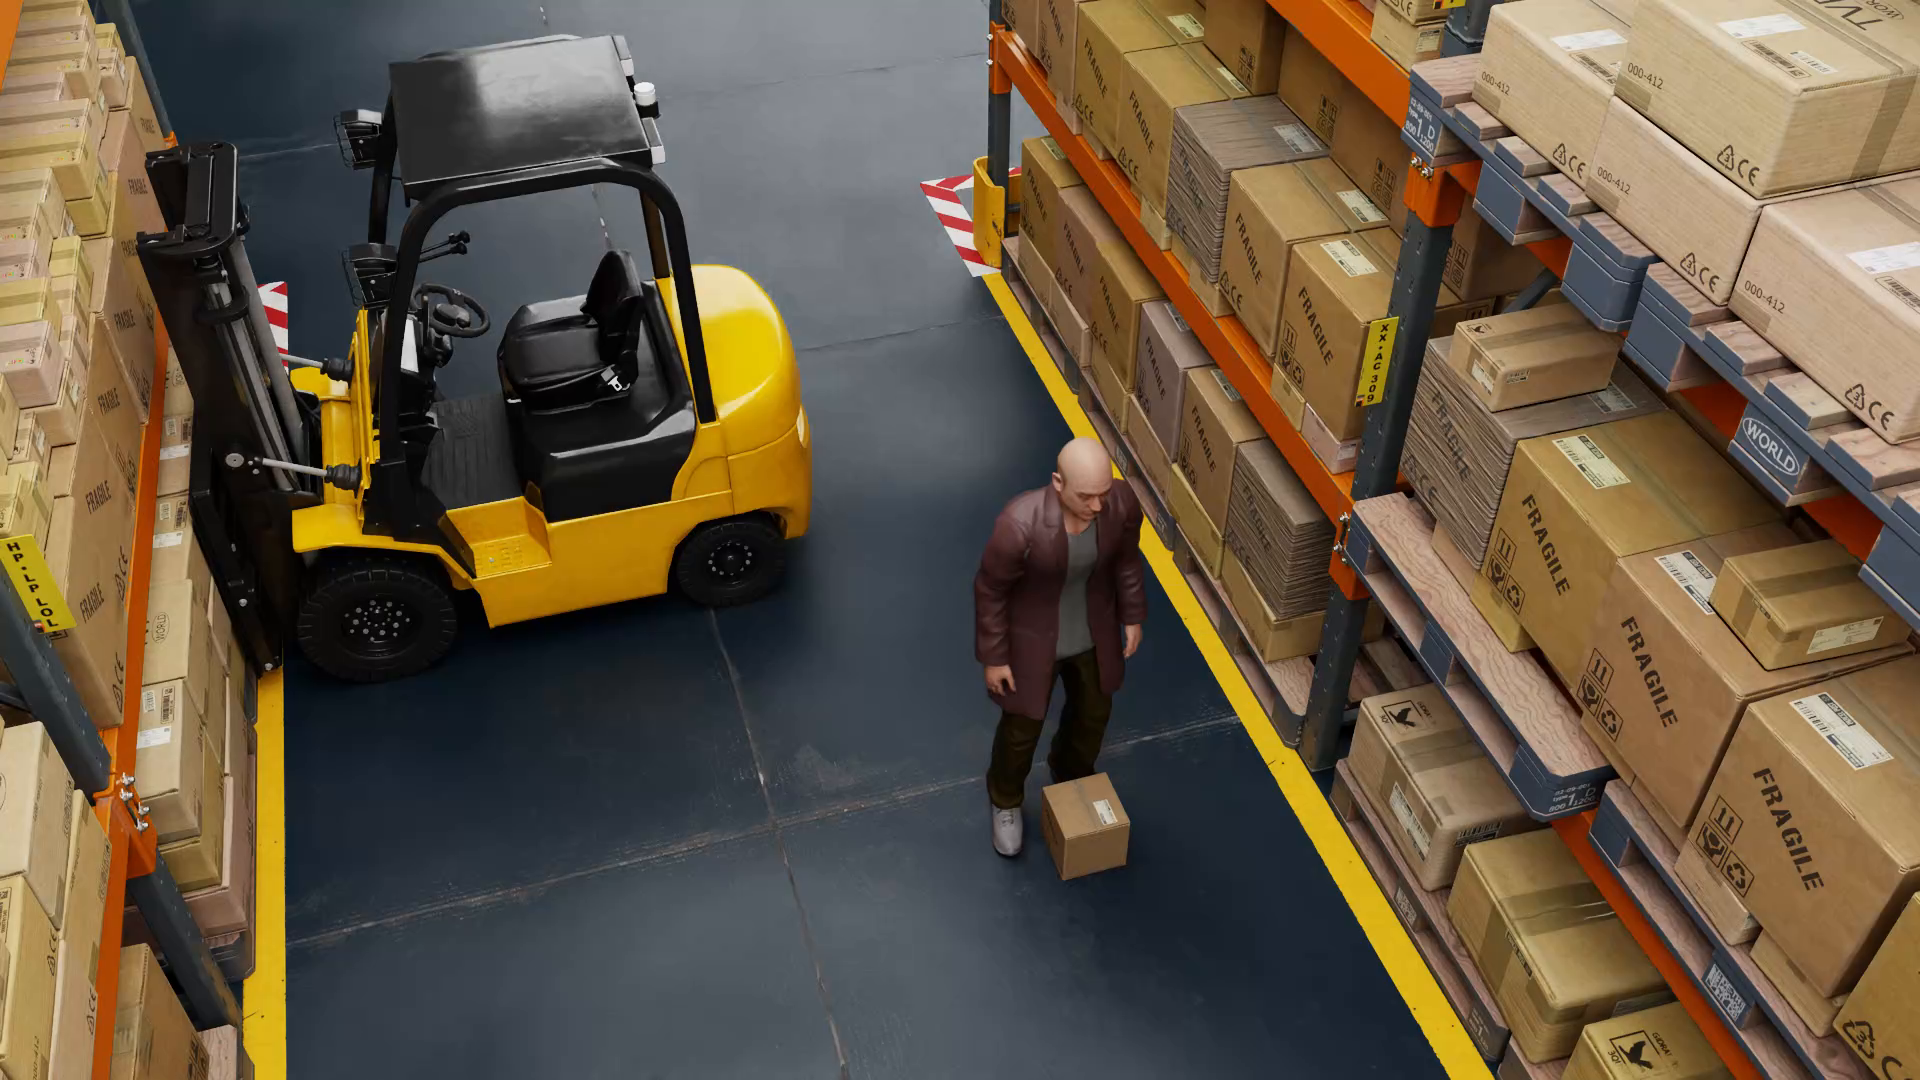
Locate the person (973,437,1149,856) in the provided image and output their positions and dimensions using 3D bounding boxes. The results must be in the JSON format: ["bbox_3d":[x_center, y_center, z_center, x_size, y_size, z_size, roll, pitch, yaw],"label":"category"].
[{"bbox_3d":[0.353,0.337,5.792,0.654,1.774,0.419,-15,44,-16],"label":"person"}]
